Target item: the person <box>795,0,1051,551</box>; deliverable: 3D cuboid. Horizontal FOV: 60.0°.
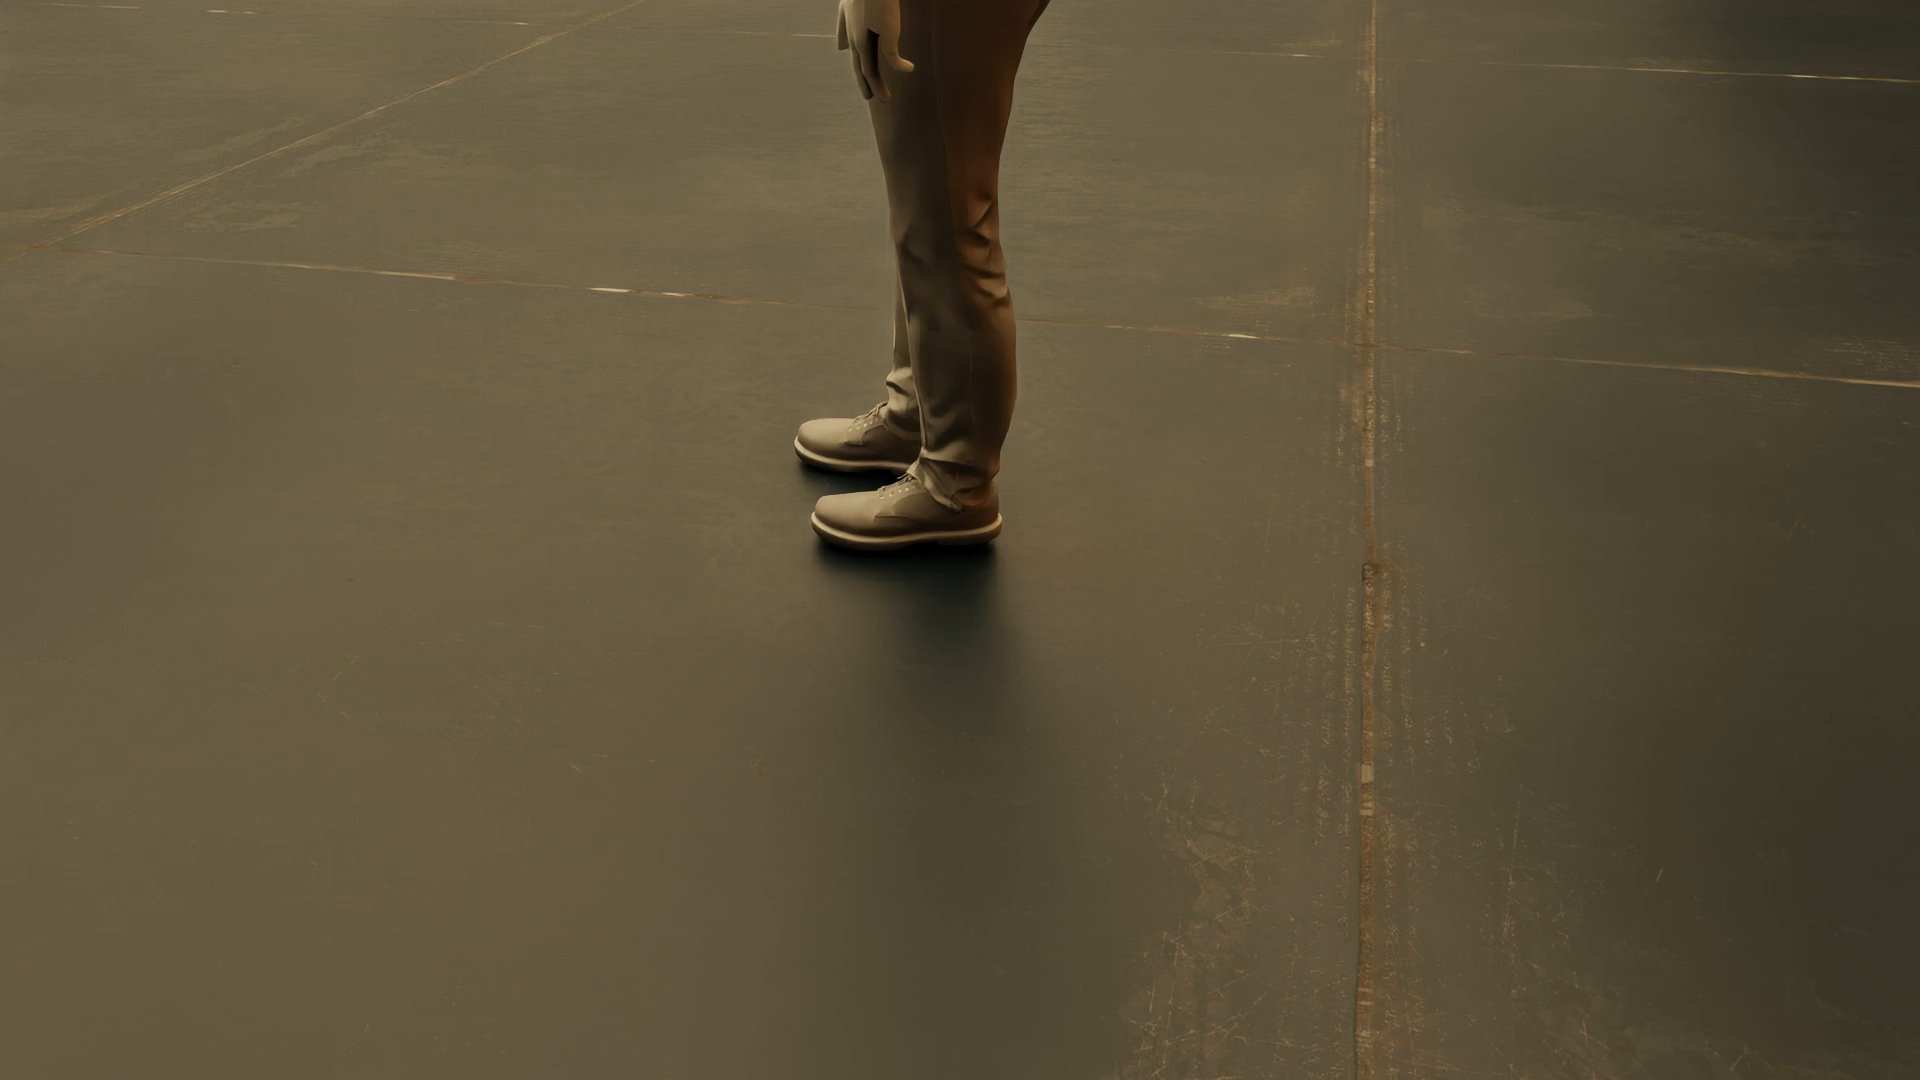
[{"bbox_3d":[-0.066,-0.773,2.135,0.530,1.694,0.586,6,27,11],"label":"person"}]
